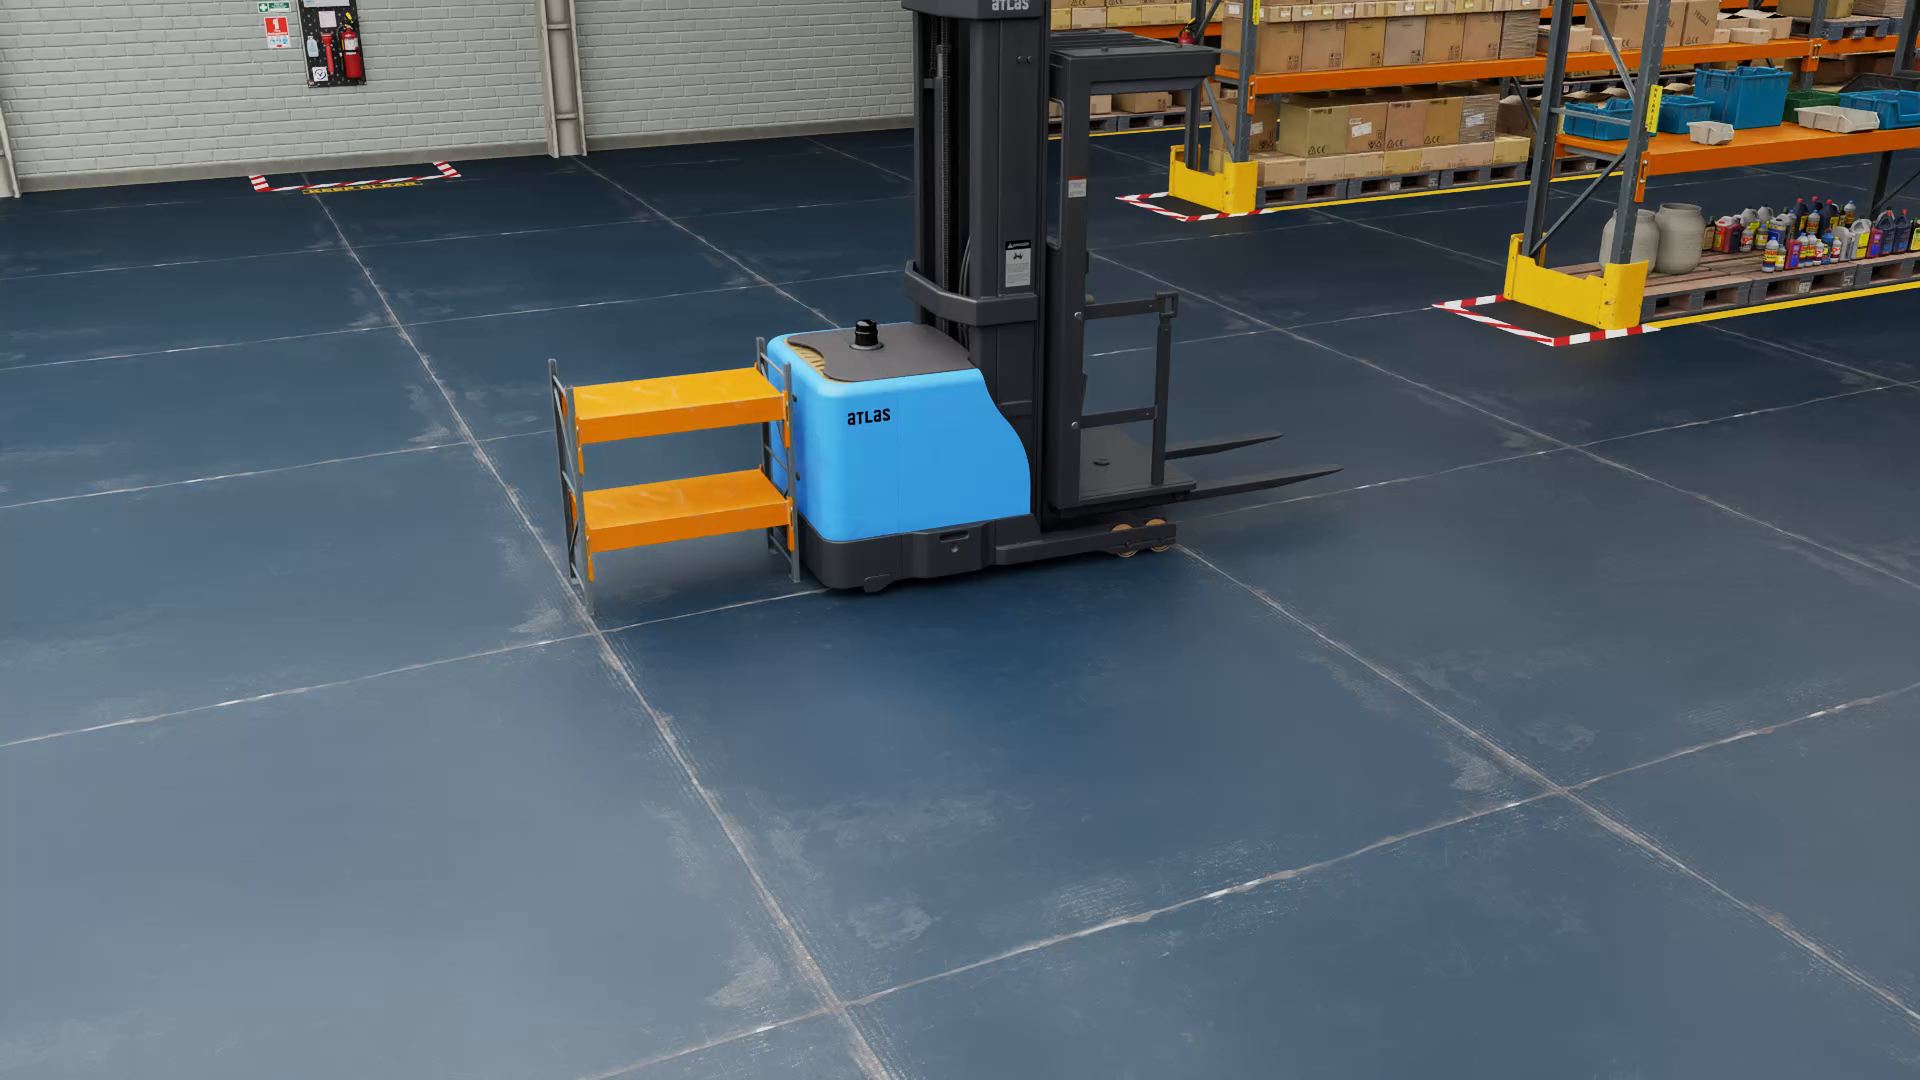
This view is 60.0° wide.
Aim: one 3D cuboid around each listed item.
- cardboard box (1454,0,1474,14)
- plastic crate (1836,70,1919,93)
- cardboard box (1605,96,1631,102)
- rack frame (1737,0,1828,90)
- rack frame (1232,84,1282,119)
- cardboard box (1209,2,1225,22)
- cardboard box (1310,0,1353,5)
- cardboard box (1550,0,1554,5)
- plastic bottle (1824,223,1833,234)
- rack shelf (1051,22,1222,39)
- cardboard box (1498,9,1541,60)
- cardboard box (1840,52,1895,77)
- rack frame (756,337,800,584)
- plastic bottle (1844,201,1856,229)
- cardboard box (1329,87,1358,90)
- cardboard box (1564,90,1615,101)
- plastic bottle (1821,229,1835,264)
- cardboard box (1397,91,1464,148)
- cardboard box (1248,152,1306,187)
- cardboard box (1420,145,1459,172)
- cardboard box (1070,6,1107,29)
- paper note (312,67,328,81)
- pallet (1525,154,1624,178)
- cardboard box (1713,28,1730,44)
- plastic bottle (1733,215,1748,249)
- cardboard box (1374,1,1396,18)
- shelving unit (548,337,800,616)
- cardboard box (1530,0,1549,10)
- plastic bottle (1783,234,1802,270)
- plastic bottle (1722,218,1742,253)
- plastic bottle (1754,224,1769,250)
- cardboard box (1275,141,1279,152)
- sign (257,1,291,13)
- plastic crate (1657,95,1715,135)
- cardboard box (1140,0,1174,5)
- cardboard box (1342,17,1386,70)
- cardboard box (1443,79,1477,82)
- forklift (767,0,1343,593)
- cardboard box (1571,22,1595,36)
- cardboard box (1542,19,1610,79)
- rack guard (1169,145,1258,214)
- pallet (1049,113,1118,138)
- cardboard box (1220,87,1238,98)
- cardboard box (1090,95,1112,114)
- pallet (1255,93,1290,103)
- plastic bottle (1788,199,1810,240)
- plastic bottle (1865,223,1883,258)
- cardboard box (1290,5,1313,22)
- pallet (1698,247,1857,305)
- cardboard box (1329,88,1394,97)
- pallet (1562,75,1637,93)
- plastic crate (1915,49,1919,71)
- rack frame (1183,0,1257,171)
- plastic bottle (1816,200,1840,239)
[{"bbox_3d":[5.145,-5.596,17.368,0.250,0.149,0.380,-11,25,-24],"label":"cardboard box"},{"bbox_3d":[7.833,-3.758,13.987,0.504,0.338,0.767,-10,25,-24],"label":"plastic crate"},{"bbox_3d":[7.614,-4.870,18.906,0.500,0.311,0.500,-11,25,-25],"label":"cardboard box"},{"bbox_3d":[9.819,-6.201,19.808,0.127,3.000,1.000,-10,25,-24],"label":"rack frame"},{"bbox_3d":[4.063,-7.244,22.327,0.127,3.000,1.000,-10,25,-24],"label":"rack frame"},{"bbox_3d":[3.315,-6.921,21.717,0.500,0.250,0.500,-10,25,-23],"label":"cardboard box"},{"bbox_3d":[3.556,-5.690,16.748,0.500,0.500,0.700,-11,25,-25],"label":"cardboard box"},{"bbox_3d":[8.571,-7.829,24.043,0.250,0.149,0.380,-10,24,-22],"label":"cardboard box"},{"bbox_3d":[7.245,-2.497,13.837,0.133,0.283,0.061,-10,25,-24],"label":"plastic bottle"},{"bbox_3d":[2.261,-6.580,21.664,4.000,0.370,1.077,-10,25,-24],"label":"rack shelf"},{"bbox_3d":[5.817,-5.508,18.003,0.500,0.500,0.700,-11,25,-25],"label":"cardboard box"},{"bbox_3d":[11.529,-6.013,21.068,0.500,0.250,0.500,-11,25,-25],"label":"cardboard box"},{"bbox_3d":[-0.900,-0.395,8.233,0.032,1.125,0.500,-9,24,-20],"label":"rack frame"},{"bbox_3d":[7.882,-2.870,14.754,0.097,0.271,0.097,0,22,0],"label":"plastic bottle"},{"bbox_3d":[5.163,-6.523,23.279,0.500,0.500,0.700,-11,25,-25],"label":"cardboard box"},{"bbox_3d":[7.372,-5.056,19.356,0.500,0.311,0.500,-11,25,-24],"label":"cardboard box"},{"bbox_3d":[7.106,-2.409,13.640,0.097,0.271,0.097,0,22,0],"label":"plastic bottle"},{"bbox_3d":[4.987,-4.492,17.745,0.500,0.500,0.500,-10,25,-24],"label":"cardboard box"},{"bbox_3d":[3.190,-3.810,17.077,0.500,0.250,0.500,-10,25,-24],"label":"cardboard box"},{"bbox_3d":[4.992,-4.141,17.878,0.500,0.250,0.500,-10,25,-24],"label":"cardboard box"},{"bbox_3d":[1.498,-6.583,20.901,0.500,0.250,0.500,-11,25,-25],"label":"cardboard box"},{"bbox_3d":[-7.125,-5.190,18.517,0.142,0.148,0.016,-10,25,-24],"label":"paper note"},{"bbox_3d":[6.861,-4.384,19.066,1.213,0.211,1.003,-10,25,-24],"label":"pallet"},{"bbox_3d":[8.694,-5.854,19.298,0.250,0.149,0.380,-9,24,-20],"label":"cardboard box"},{"bbox_3d":[6.584,-2.622,14.148,0.135,0.276,0.152,-11,25,-25],"label":"plastic bottle"},{"bbox_3d":[4.217,-5.425,16.954,0.250,0.149,0.380,-11,25,-24],"label":"cardboard box"},{"bbox_3d":[-1.371,-0.322,8.056,1.048,1.125,0.538,-9,24,-20],"label":"shelving unit"},{"bbox_3d":[6.062,-5.764,17.774,0.250,0.149,0.380,-10,25,-24],"label":"cardboard box"},{"bbox_3d":[6.736,-2.339,13.454,0.133,0.283,0.061,-10,25,-23],"label":"plastic bottle"},{"bbox_3d":[6.506,-2.566,14.003,0.133,0.283,0.061,-10,25,-24],"label":"plastic bottle"},{"bbox_3d":[6.823,-2.582,14.149,0.097,0.201,0.097,0,22,0],"label":"plastic bottle"},{"bbox_3d":[3.411,-4.075,17.719,0.500,0.250,0.500,-10,25,-24],"label":"cardboard box"},{"bbox_3d":[-7.471,-5.805,18.113,0.331,0.109,0.001,-10,25,-24],"label":"sign"},{"bbox_3d":[5.664,-3.389,13.210,0.408,0.251,0.499,-10,25,-24],"label":"plastic crate"},{"bbox_3d":[2.397,-7.094,21.155,0.500,0.500,0.500,-10,24,-22],"label":"cardboard box"},{"bbox_3d":[3.957,-5.162,17.168,0.500,0.500,0.700,-10,25,-23],"label":"cardboard box"},{"bbox_3d":[7.041,-6.818,23.992,0.500,0.500,0.700,-10,25,-23],"label":"cardboard box"},{"bbox_3d":[0.577,-1.443,8.405,3.031,2.935,1.130,-9,24,-20],"label":"forklift"},{"bbox_3d":[6.927,-5.684,18.736,0.258,0.266,0.396,-11,25,-25],"label":"cardboard box"},{"bbox_3d":[9.179,-7.328,24.792,0.750,0.750,0.750,-11,25,-24],"label":"cardboard box"},{"bbox_3d":[2.589,-3.715,17.070,0.348,0.500,1.175,-10,25,-24],"label":"rack guard"},{"bbox_3d":[1.274,-5.427,21.584,1.213,0.211,1.003,-10,25,-24],"label":"pallet"},{"bbox_3d":[3.594,-6.039,22.546,0.250,0.166,0.380,-14,26,-30],"label":"cardboard box"},{"bbox_3d":[1.635,-5.719,21.585,0.500,0.311,0.500,-8,24,-19],"label":"cardboard box"},{"bbox_3d":[4.764,-6.085,23.174,1.213,0.211,1.003,-10,25,-24],"label":"pallet"},{"bbox_3d":[7.282,-2.787,14.448,0.185,0.351,0.144,-12,25,-26],"label":"plastic bottle"},{"bbox_3d":[7.602,-2.498,13.840,0.133,0.283,0.061,-9,24,-20],"label":"plastic bottle"},{"bbox_3d":[3.294,-5.255,16.545,0.250,0.149,0.380,-11,25,-25],"label":"cardboard box"},{"bbox_3d":[6.635,-2.240,13.886,1.213,0.211,1.003,-10,25,-24],"label":"pallet"},{"bbox_3d":[4.310,-4.589,17.979,0.500,0.500,0.500,-10,25,-24],"label":"cardboard box"},{"bbox_3d":[9.508,-6.924,25.202,1.213,0.211,1.003,-10,25,-24],"label":"pallet"},{"bbox_3d":[8.663,-4.045,14.516,0.583,0.464,0.402,-10,25,-24],"label":"plastic crate"},{"bbox_3d":[2.610,-4.874,16.602,0.127,3.000,1.000,-10,25,-24],"label":"rack frame"},{"bbox_3d":[7.515,-2.768,14.404,0.185,0.351,0.144,-10,25,-24],"label":"plastic bottle"}]
